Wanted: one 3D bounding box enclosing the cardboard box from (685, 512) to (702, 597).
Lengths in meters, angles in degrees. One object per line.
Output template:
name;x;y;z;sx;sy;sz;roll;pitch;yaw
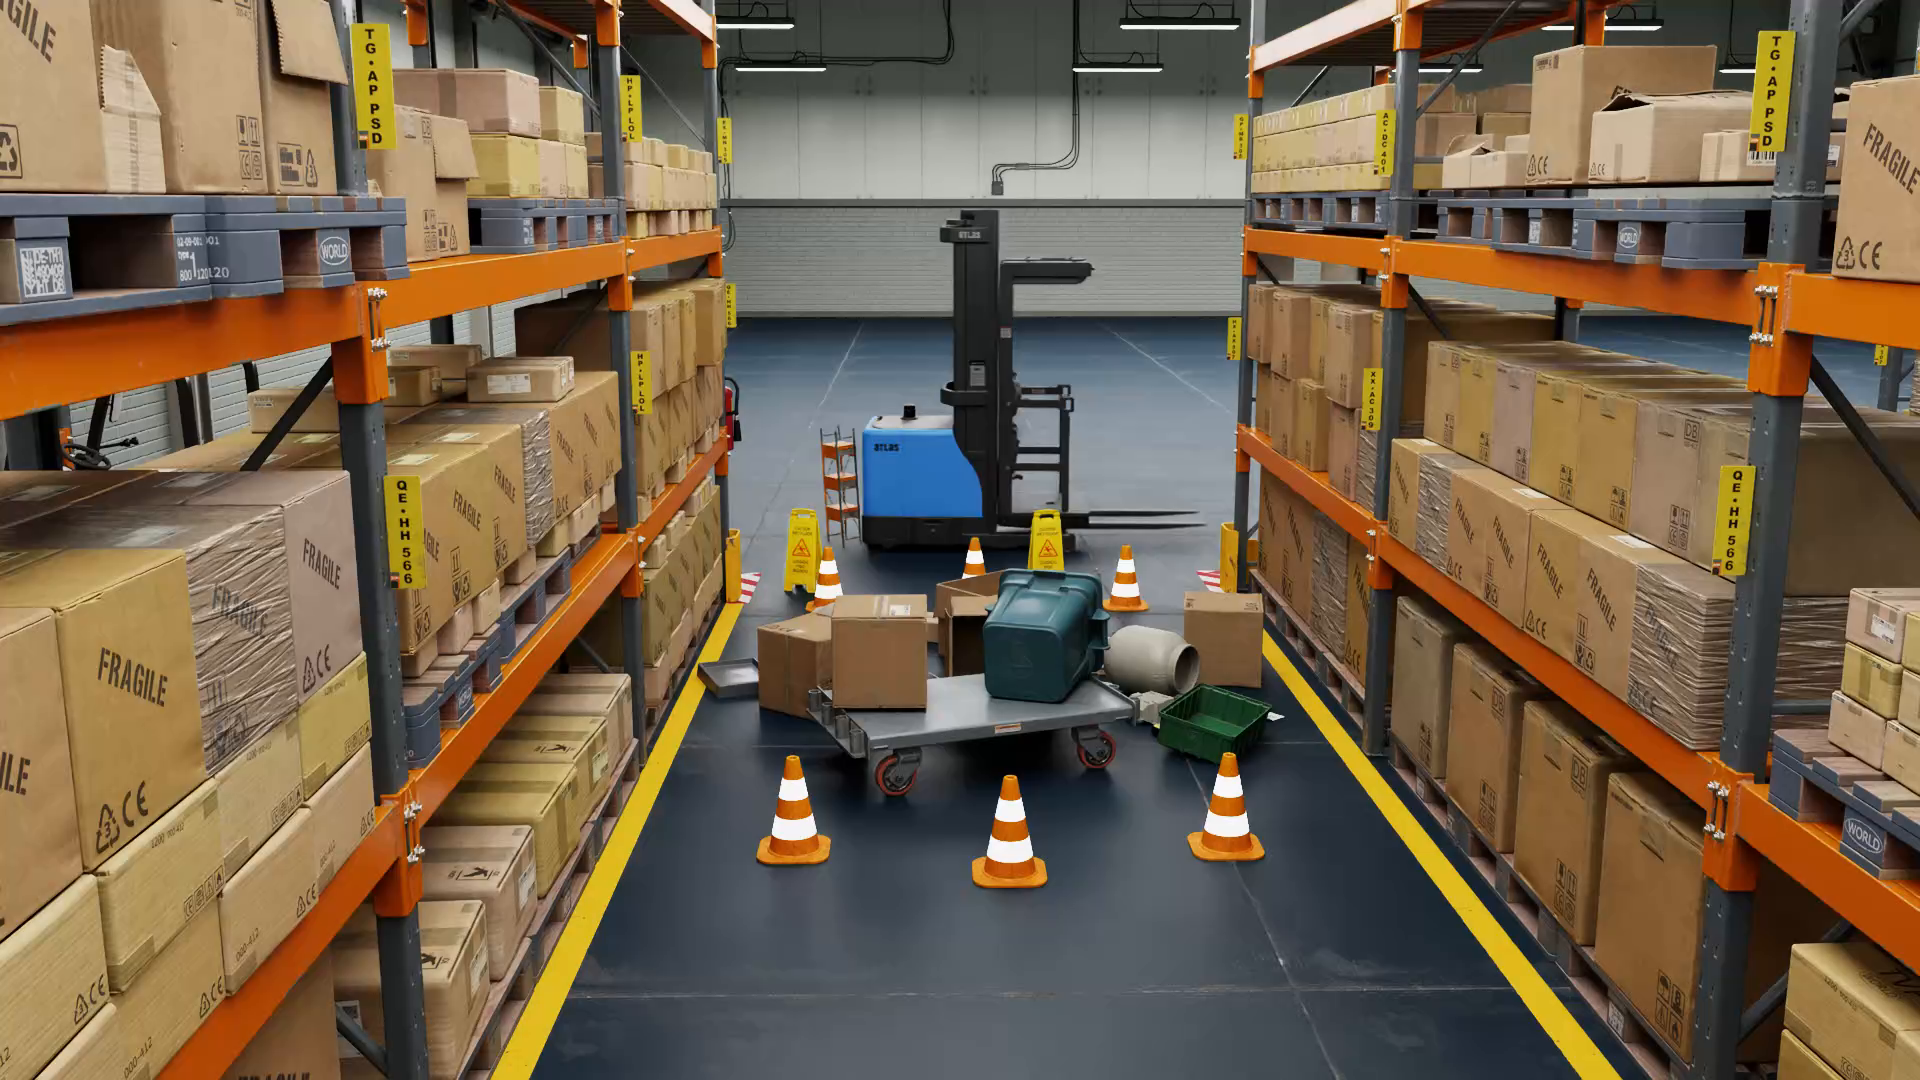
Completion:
cardboard box;-1.995;0.096;11.017;0.500;0.500;0.500;-1;11;-2

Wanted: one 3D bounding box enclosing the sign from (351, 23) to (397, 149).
sign;-1.569;-1.214;4.453;0.100;0.325;0.005;0;11;-1

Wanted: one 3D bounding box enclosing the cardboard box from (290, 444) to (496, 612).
cardboard box;-1.920;-0.045;5.682;0.500;0.500;0.500;0;11;2

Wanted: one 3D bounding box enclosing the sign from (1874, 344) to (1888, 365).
sign;7.076;-1.504;12.749;0.100;0.325;0.005;0;11;-1

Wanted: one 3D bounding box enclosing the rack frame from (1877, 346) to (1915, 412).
rack frame;7.618;-1.082;12.846;1.000;3.000;0.127;0;11;-1

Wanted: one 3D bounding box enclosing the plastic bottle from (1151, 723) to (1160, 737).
plastic bottle;1.225;1.105;9.458;0.133;0.061;0.283;-7;13;-30

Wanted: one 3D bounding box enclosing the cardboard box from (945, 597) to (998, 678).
cardboard box;0.305;0.641;10.294;0.797;0.637;0.503;0;11;-1

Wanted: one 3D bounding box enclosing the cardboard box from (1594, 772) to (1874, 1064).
cardboard box;2.900;1.284;5.787;1.050;0.750;0.750;0;11;-2

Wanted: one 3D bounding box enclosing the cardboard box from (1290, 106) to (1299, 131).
cardboard box;2.371;-2.754;10.861;0.380;0.149;0.250;0;11;-2

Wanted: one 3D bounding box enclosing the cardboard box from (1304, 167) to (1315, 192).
cardboard box;2.380;-2.262;10.446;0.380;0.149;0.250;0;11;-1

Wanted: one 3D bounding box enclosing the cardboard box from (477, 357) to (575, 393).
cardboard box;-1.944;-0.736;7.458;0.380;0.149;0.250;-1;11;-3

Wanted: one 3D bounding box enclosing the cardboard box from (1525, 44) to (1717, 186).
cardboard box;2.507;-1.609;6.344;0.500;0.500;0.500;0;11;-1

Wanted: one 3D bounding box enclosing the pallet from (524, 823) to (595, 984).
pallet;-2.161;1.519;7.042;1.003;0.211;1.213;0;11;-1

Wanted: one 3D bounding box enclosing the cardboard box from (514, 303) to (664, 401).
cardboard box;-1.999;-1.019;9.023;0.700;0.500;0.500;0;11;-2

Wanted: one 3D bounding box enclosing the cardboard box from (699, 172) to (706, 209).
cardboard box;-2.014;-2.383;11.343;0.500;0.250;0.500;0;11;-2

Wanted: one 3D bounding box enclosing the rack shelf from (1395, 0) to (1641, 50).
rack shelf;2.781;-2.280;6.481;1.077;0.370;4.000;0;11;-1

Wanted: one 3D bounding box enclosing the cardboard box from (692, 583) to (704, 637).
cardboard box;-1.985;0.467;11.070;0.500;0.250;0.500;-1;11;-3

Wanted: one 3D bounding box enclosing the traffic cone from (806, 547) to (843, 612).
traffic cone;-0.991;0.283;12.502;0.336;0.463;0.334;0;11;-1

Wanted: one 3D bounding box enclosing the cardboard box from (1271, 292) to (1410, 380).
cardboard box;2.605;-1.389;11.270;0.875;0.550;0.550;0;11;-1

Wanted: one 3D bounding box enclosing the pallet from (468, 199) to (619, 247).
pallet;-2.301;-1.501;7.840;1.213;0.211;1.003;0;11;-1

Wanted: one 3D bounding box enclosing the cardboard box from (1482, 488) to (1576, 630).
cardboard box;2.511;0.071;6.913;0.500;0.500;0.500;0;11;0

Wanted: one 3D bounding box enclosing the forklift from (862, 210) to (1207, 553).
forklift;0.667;-1.429;14.732;3.031;2.935;1.130;0;11;2

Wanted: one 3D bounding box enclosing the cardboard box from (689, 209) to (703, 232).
cardboard box;-1.993;-2.216;11.524;0.380;0.149;0.250;0;11;1

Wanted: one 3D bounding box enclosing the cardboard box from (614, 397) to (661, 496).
cardboard box;-1.937;-0.529;9.123;0.500;0.500;0.500;0;11;-1

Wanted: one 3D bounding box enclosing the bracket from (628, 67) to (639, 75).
bracket;-8.461;-12.100;43.017;0.235;0.232;0.430;0;11;-1

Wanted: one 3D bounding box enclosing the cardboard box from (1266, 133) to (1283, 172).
cardboard box;2.422;-2.681;11.505;0.500;0.250;0.500;0;11;-2

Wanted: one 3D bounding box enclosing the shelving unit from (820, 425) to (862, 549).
shelving unit;-1.053;-0.471;14.710;0.215;1.050;0.252;-13;17;-35

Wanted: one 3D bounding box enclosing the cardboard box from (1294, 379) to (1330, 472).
cardboard box;2.682;-0.755;10.859;0.875;0.550;0.500;0;11;-1

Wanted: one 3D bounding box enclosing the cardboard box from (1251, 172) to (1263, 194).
cardboard box;2.344;-2.614;12.177;0.380;0.149;0.250;0;11;-1

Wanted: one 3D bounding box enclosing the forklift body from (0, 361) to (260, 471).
forklift body;-5.389;-0.234;10.805;2.313;2.155;1.214;0;11;-1

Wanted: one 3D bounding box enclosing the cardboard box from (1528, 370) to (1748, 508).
cardboard box;2.788;-0.423;6.836;0.700;0.500;0.500;0;11;-2

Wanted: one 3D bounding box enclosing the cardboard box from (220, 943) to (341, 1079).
cardboard box;-2.193;1.522;4.298;0.875;0.875;0.875;0;11;-2

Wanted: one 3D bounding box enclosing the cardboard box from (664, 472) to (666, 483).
cardboard box;-1.993;-0.391;10.076;0.380;0.149;0.250;0;11;-1

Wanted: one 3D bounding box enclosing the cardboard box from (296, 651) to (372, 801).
cardboard box;-1.860;0.473;4.303;0.500;0.250;0.500;0;11;-1

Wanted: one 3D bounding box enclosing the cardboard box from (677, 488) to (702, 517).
cardboard box;-1.932;-0.251;11.095;0.380;0.149;0.250;0;11;1

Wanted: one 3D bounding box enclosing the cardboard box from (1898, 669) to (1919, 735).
cardboard box;2.639;0.431;4.216;0.380;0.149;0.250;0;11;2

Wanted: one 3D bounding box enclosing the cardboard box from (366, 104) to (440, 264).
cardboard box;-2.134;-1.158;5.428;0.700;0.500;0.500;0;11;-1

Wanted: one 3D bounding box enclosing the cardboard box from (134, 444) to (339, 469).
cardboard box;-2.433;-0.043;5.672;0.500;0.500;0.500;0;11;-2

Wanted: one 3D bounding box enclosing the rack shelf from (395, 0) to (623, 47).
rack shelf;-2.166;-2.240;6.281;1.077;0.370;4.000;0;11;-1

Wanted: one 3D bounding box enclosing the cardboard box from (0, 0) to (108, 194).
cardboard box;-1.798;-0.826;2.736;0.500;0.500;0.500;0;11;-1

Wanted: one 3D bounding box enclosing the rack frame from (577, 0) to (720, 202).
rack frame;-2.290;-3.981;12.049;1.000;3.000;0.127;0;11;-1

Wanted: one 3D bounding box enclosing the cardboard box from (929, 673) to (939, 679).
cardboard box;-0.078;0.923;9.840;0.258;0.266;0.396;-10;15;-40

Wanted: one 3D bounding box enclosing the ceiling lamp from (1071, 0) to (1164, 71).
ceiling lamp;3.458;-11.924;36.518;2.000;3.185;0.800;0;11;-1

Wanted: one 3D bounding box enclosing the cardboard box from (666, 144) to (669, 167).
cardboard box;-2.002;-2.356;10.210;0.380;0.149;0.250;0;11;0

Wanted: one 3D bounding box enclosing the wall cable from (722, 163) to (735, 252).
wall cable;-7.498;-8.850;43.861;3.097;2.526;0.112;0;11;-1

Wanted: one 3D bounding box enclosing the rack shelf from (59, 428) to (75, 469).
rack shelf;-7.211;-0.270;10.653;1.077;0.370;4.000;0;11;-1

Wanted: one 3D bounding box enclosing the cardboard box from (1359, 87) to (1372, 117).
cardboard box;2.409;-2.400;9.121;0.380;0.149;0.250;0;11;-1

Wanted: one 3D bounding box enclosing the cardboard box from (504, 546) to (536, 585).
cardboard box;-1.930;0.080;6.697;0.380;0.149;0.250;0;11;1

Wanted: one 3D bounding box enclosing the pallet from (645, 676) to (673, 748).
pallet;-2.256;0.987;9.661;1.003;0.211;1.213;0;11;-1

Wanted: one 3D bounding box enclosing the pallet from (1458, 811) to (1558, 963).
pallet;2.859;1.477;7.250;1.003;0.211;1.213;0;11;-1

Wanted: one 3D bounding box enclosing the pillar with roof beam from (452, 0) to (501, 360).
pillar with roof beam;-4.207;-7.414;28.968;9.100;9.000;0.548;0;11;-1

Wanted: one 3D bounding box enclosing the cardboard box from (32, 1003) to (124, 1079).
cardboard box;-1.795;1.025;2.838;0.500;0.250;0.500;0;11;-2
